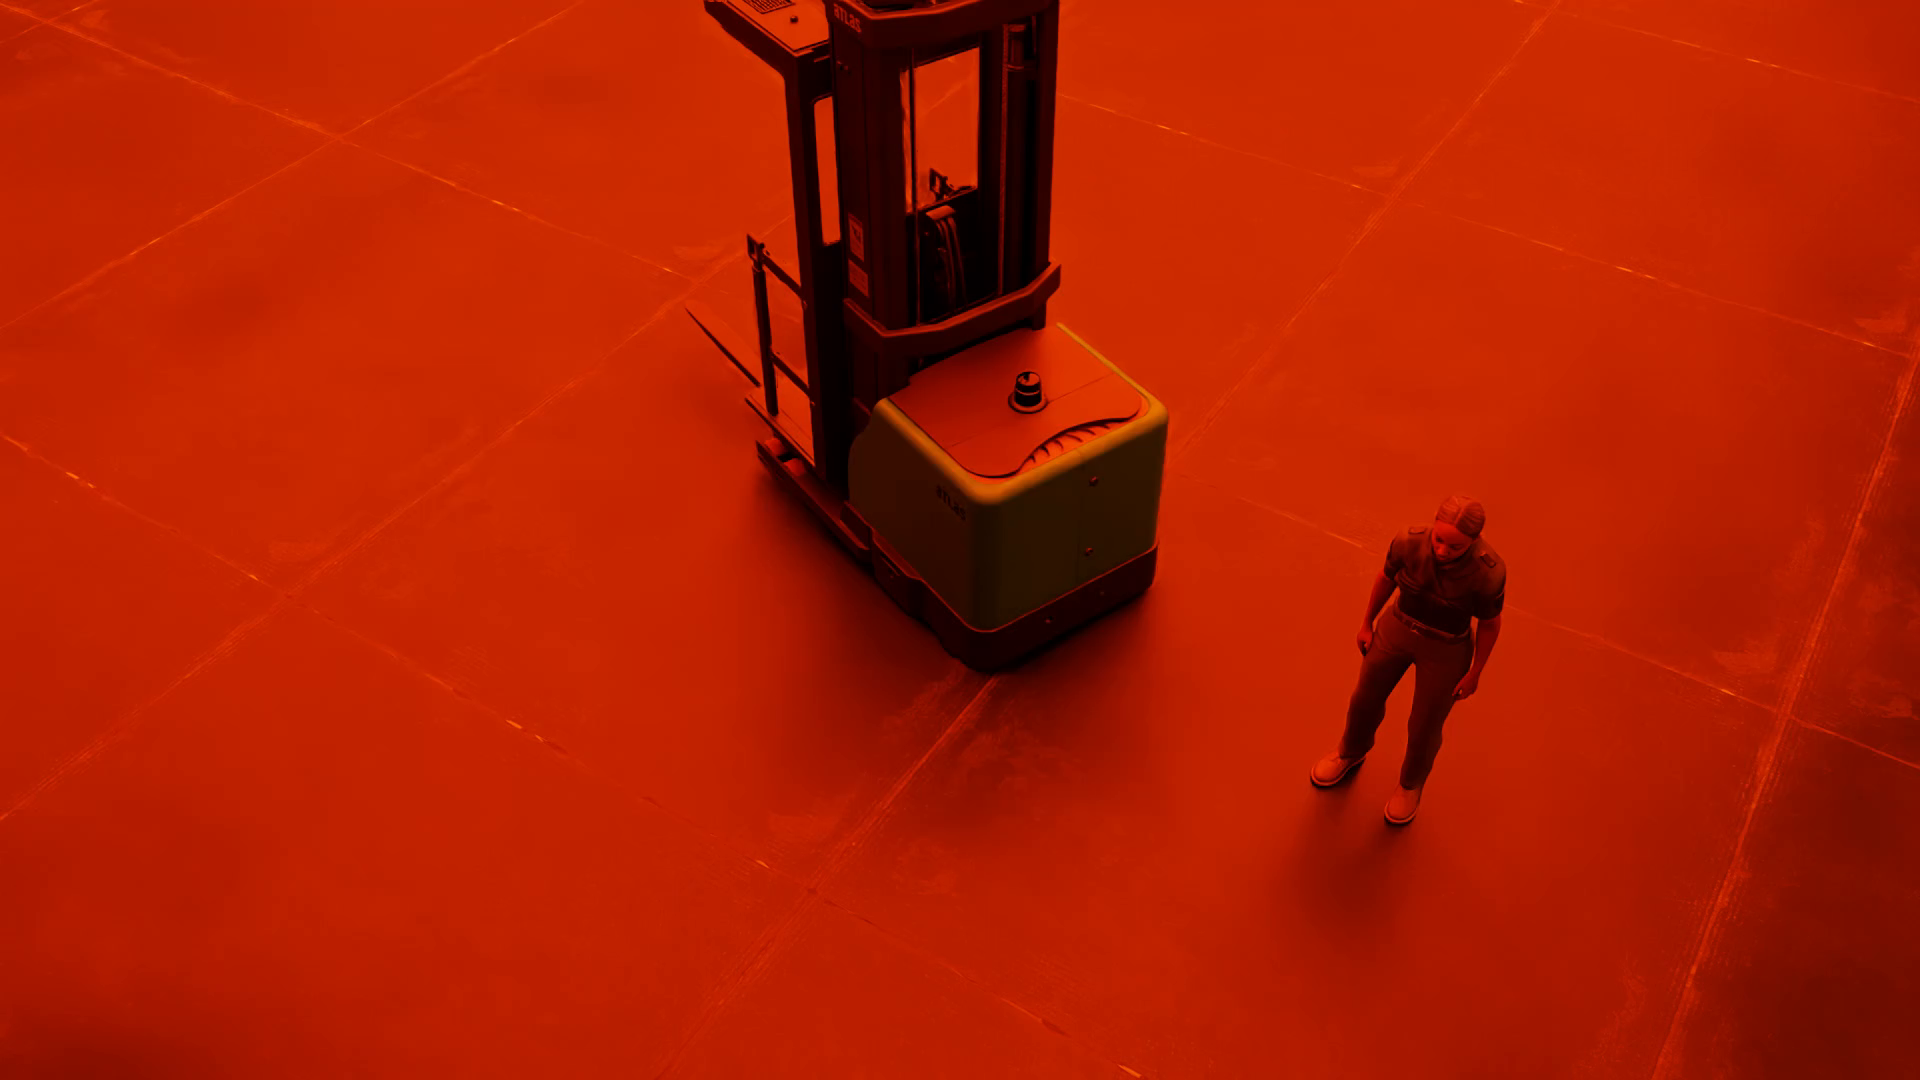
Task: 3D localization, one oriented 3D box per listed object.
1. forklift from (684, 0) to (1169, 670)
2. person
[{"bbox_3d":[-0.356,-1.473,7.402,1.130,2.935,3.031,-26,49,-25],"label":"forklift"},{"bbox_3d":[1.747,0.412,6.345,0.520,1.653,0.349,27,50,25],"label":"person"}]
